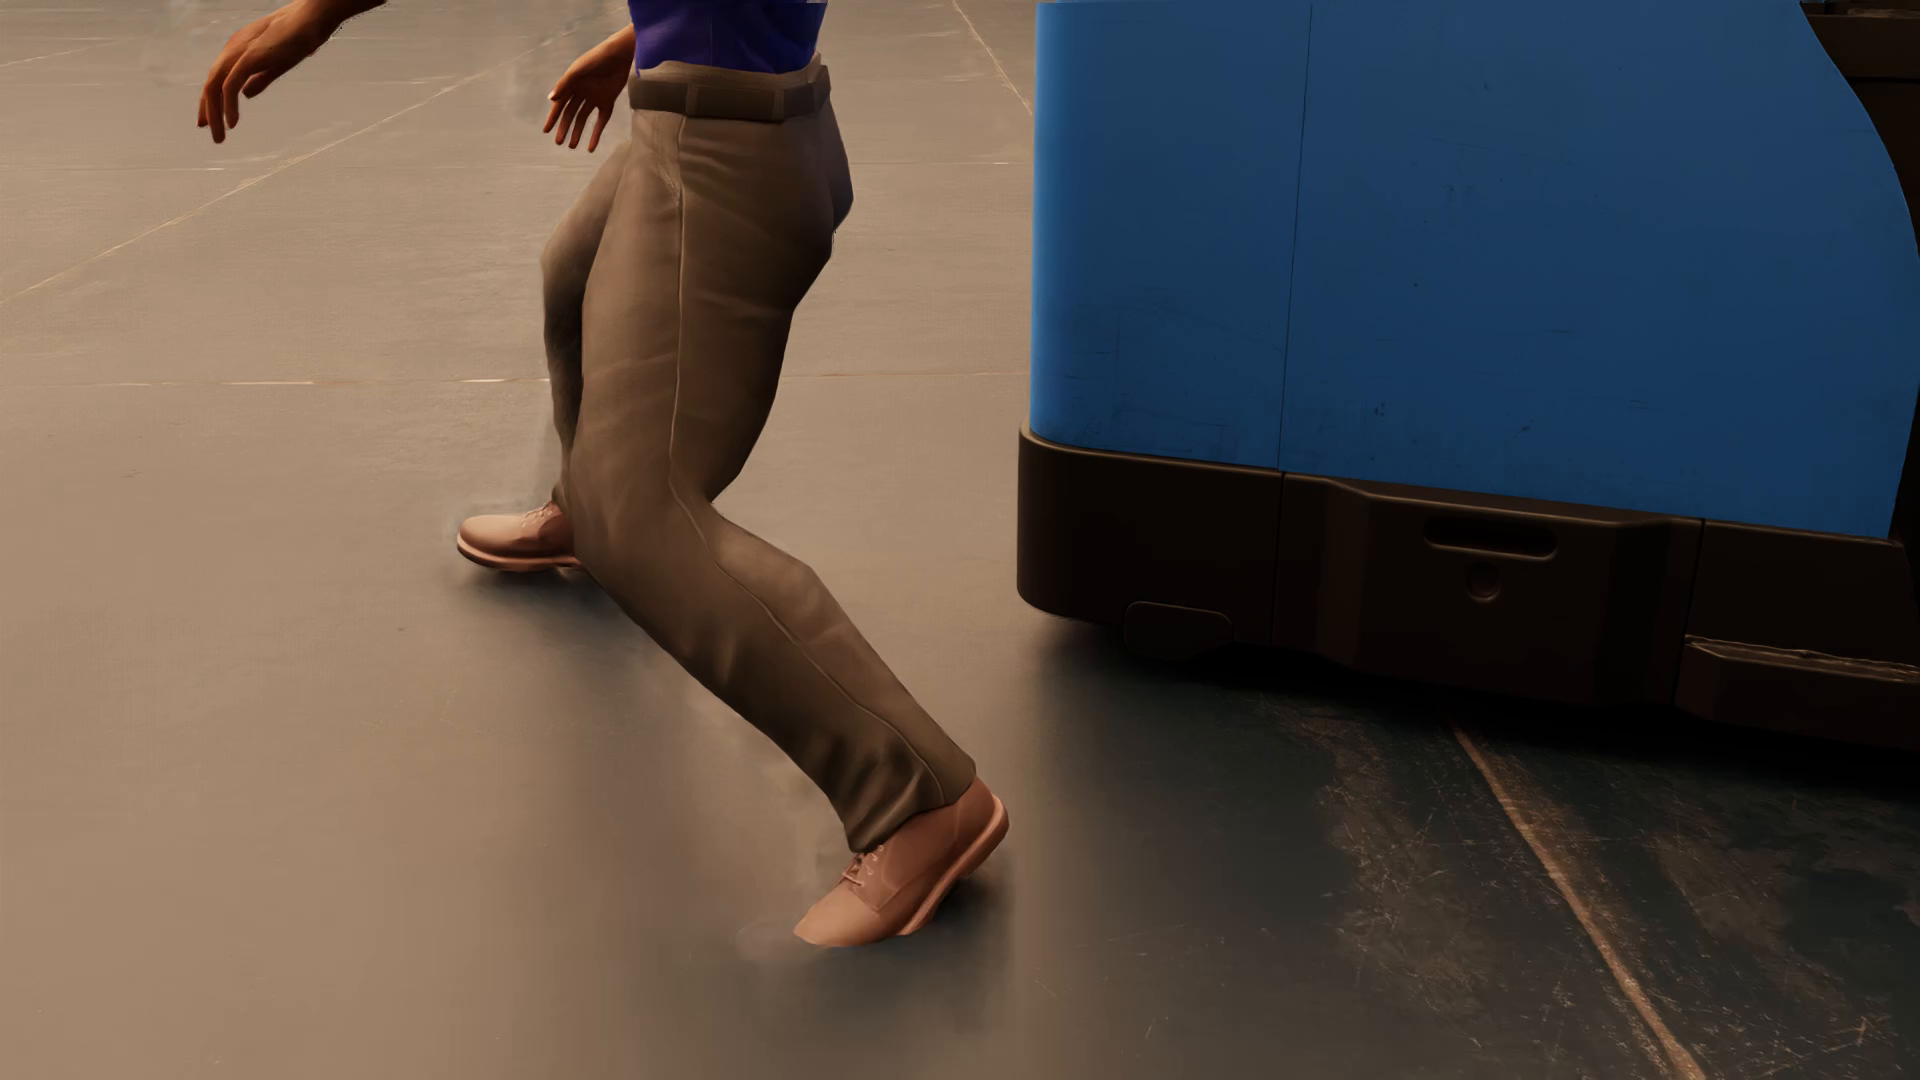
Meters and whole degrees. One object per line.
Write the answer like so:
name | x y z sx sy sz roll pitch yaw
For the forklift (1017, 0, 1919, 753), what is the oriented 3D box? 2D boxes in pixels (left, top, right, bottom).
forklift | 1.653 -1.193 1.764 3.031 2.935 1.130 8 23 19

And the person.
person | -0.372 -0.436 1.908 0.947 1.519 0.979 3 22 7
